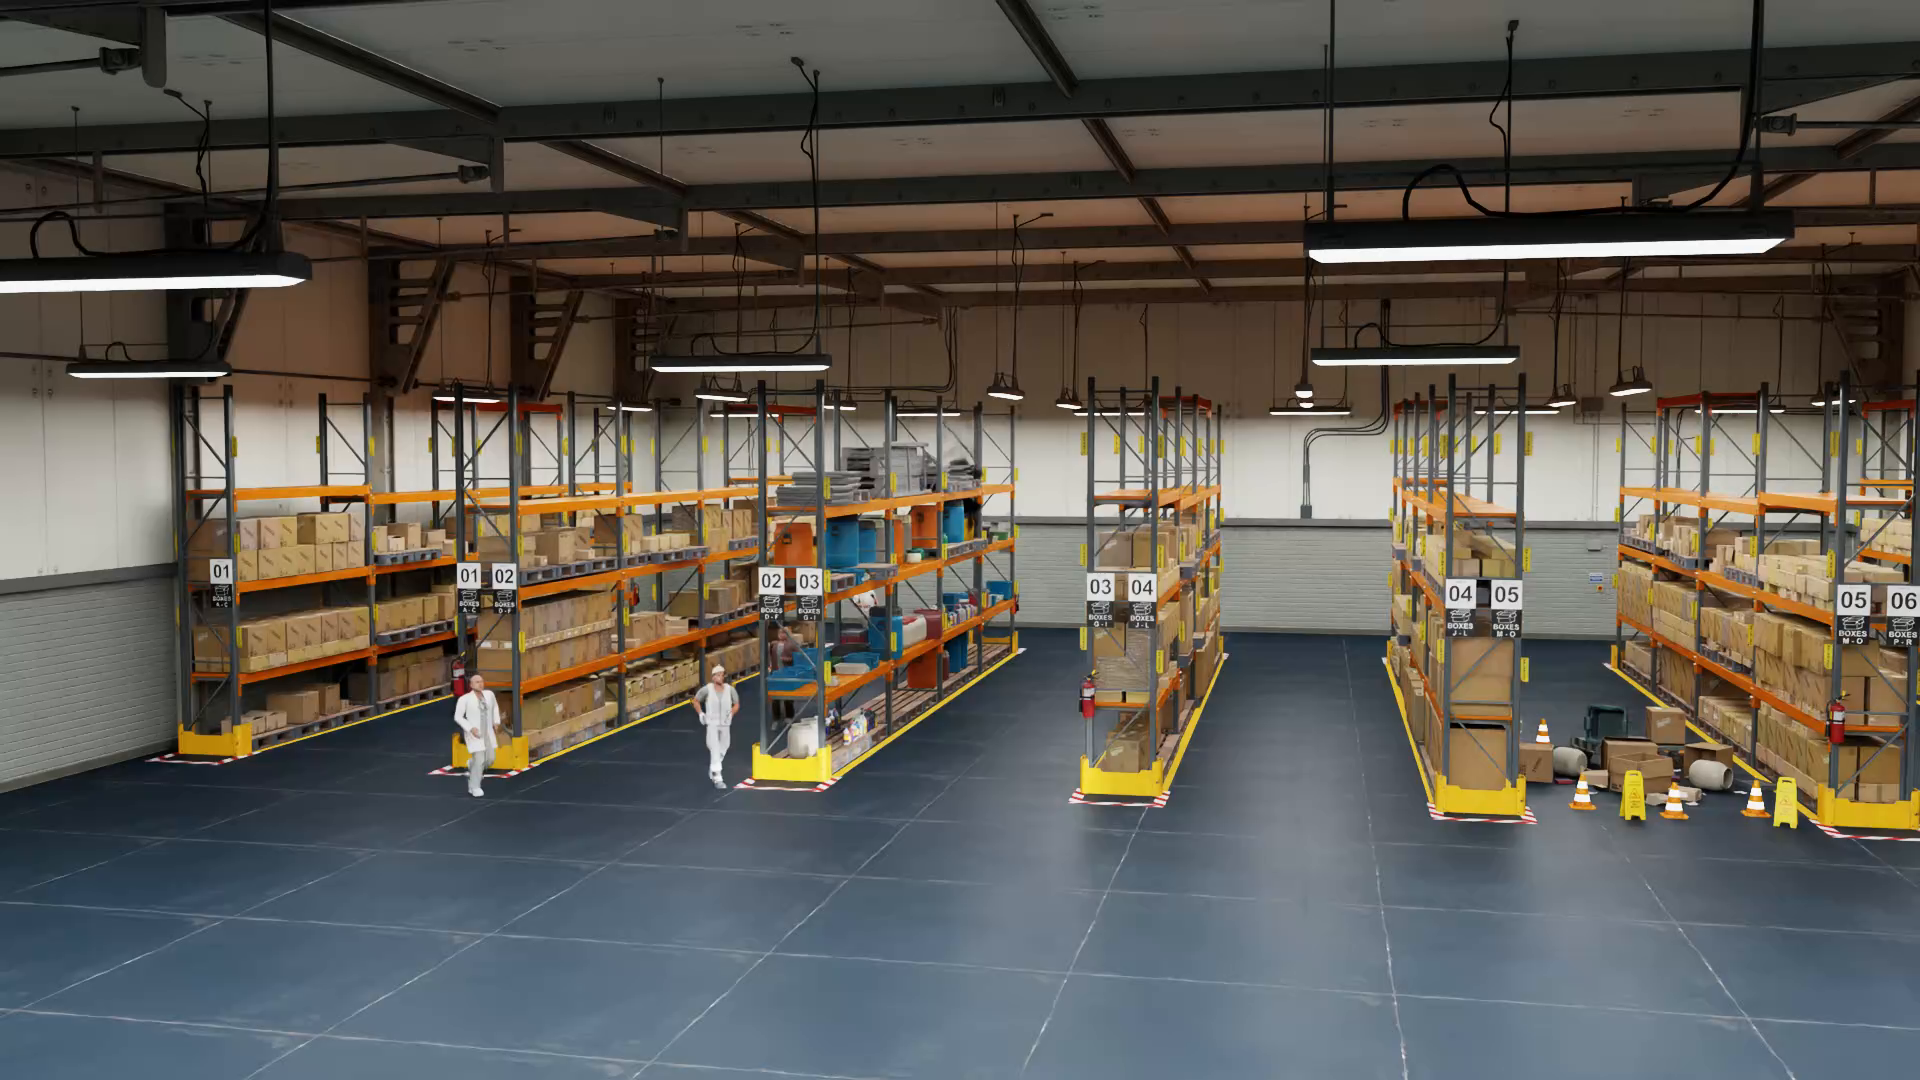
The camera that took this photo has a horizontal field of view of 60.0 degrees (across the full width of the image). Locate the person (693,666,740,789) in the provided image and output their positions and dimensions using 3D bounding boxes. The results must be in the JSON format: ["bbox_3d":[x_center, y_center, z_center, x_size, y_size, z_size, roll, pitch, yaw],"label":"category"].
[{"bbox_3d":[-3.563,2.724,24.454,0.663,1.775,0.901,-1,3,-23],"label":"person"}]

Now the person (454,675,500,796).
[{"bbox_3d":[-6.916,2.901,23.923,0.728,1.539,0.633,-3,4,-44],"label":"person"}]

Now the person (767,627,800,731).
[{"bbox_3d":[-3.166,2.463,29.621,0.686,1.846,0.770,1,3,10],"label":"person"}]

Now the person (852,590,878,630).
[{"bbox_3d":[-2.321,1.832,41.001,0.700,1.722,0.982,-1,3,-18],"label":"person"}]
